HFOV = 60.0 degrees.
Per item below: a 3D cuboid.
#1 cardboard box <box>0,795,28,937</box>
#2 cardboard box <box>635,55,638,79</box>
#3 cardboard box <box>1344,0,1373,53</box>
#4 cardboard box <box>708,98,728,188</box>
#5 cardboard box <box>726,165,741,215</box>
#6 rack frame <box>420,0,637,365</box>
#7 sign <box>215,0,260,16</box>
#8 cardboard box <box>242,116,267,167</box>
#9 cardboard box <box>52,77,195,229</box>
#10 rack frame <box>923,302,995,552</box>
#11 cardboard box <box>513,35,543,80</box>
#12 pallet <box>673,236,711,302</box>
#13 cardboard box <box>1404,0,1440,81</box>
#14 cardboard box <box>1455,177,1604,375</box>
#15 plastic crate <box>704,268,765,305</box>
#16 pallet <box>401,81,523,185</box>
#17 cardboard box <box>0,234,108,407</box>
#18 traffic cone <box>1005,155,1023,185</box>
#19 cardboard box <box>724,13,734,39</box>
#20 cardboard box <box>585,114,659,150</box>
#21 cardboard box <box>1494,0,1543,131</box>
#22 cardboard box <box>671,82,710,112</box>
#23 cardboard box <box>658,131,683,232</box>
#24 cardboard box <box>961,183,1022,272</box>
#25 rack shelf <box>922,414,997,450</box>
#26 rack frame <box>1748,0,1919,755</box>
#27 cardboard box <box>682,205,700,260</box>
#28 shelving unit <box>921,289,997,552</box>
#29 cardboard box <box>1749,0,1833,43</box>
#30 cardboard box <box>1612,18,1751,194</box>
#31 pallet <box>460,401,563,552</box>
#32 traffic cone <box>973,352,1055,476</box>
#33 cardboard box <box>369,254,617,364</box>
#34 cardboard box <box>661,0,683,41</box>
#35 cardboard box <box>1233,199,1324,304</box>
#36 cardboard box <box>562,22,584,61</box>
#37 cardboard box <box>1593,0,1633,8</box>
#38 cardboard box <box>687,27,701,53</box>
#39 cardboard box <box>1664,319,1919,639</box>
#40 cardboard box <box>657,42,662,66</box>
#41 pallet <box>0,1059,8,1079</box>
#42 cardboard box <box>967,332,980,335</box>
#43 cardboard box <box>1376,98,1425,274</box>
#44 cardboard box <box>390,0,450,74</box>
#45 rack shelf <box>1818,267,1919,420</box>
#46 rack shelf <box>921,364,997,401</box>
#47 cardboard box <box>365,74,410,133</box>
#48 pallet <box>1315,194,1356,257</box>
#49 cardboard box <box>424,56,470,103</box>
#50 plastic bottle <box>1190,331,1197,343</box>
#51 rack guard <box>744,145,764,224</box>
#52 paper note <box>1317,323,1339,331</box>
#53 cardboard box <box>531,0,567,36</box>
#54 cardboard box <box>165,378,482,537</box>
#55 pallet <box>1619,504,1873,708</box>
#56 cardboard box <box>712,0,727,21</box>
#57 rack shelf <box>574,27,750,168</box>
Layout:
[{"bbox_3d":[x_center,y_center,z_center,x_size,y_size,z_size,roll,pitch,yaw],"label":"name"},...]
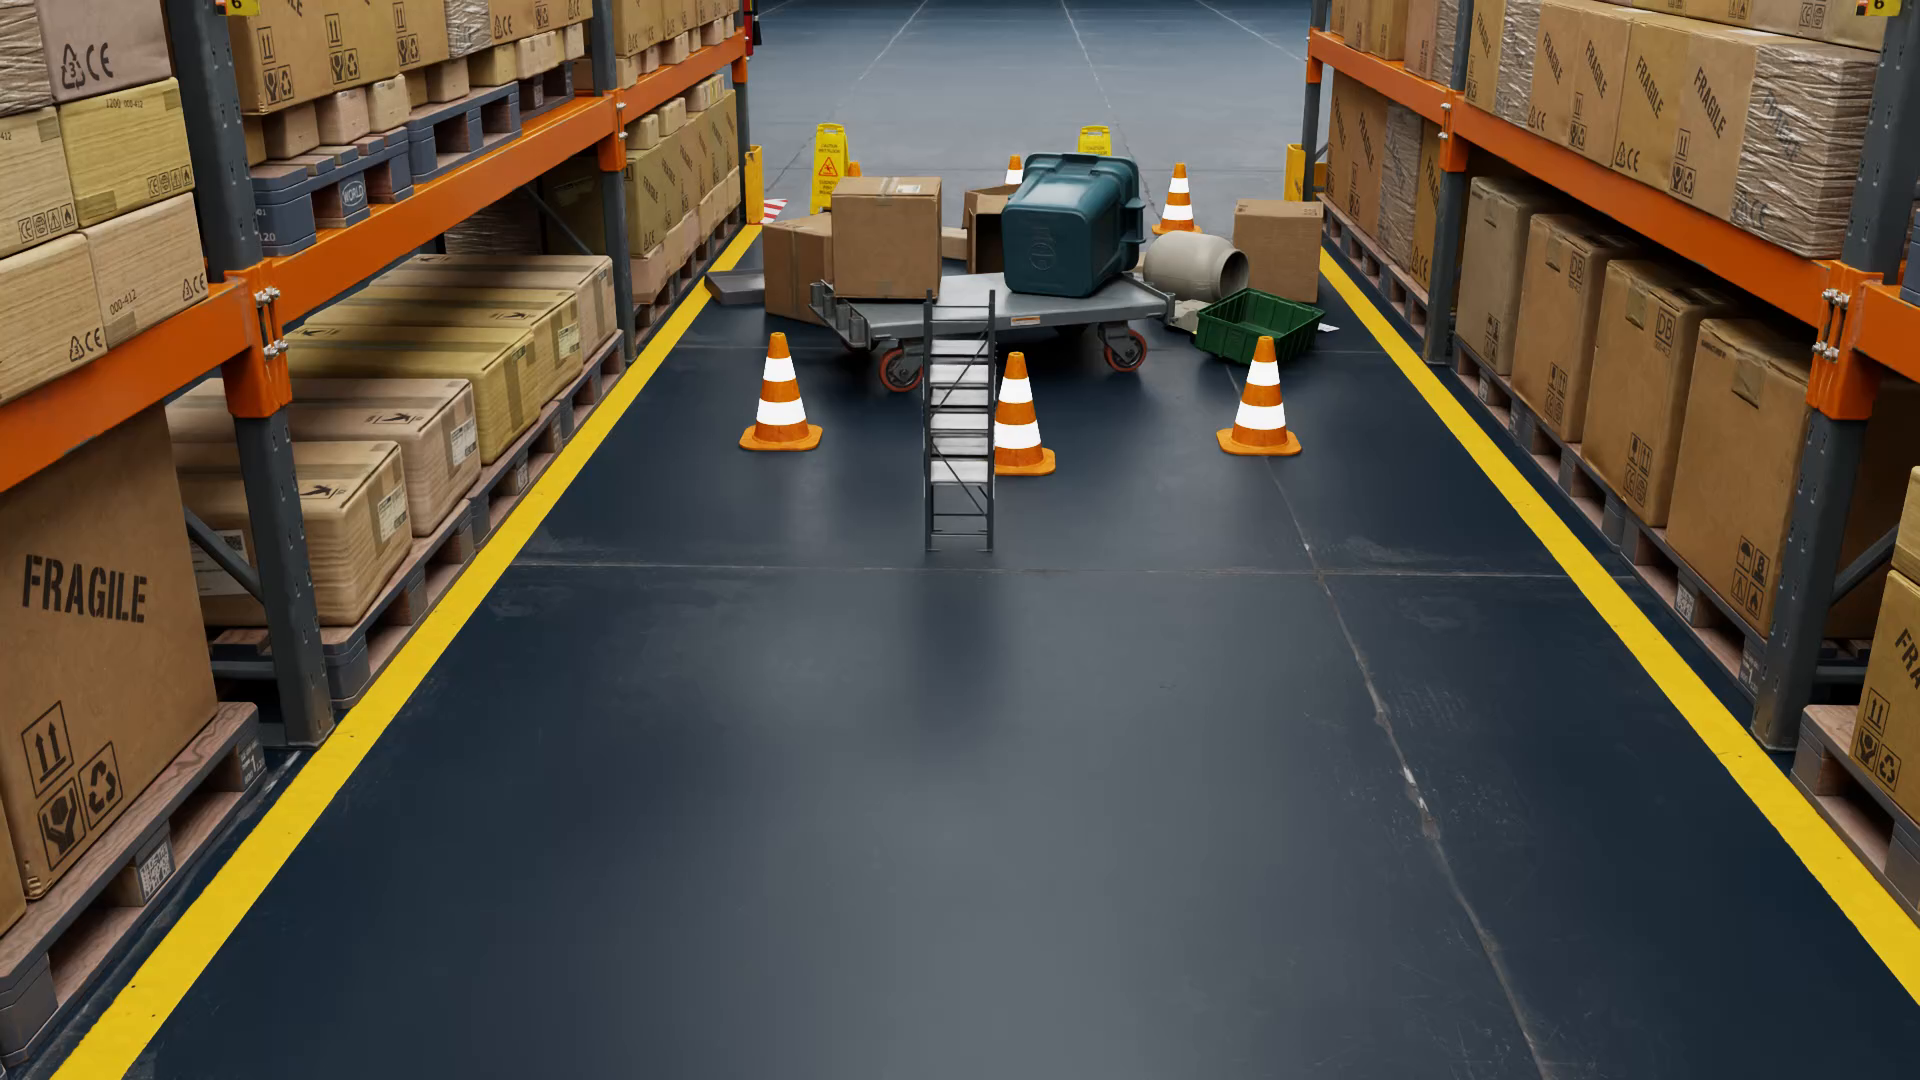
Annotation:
[{"bbox_3d":[-2.386,0.515,2.911,0.875,0.875,0.875,1,21,2],"label":"cardboard box"},{"bbox_3d":[-1.843,-2.382,8.369,0.380,0.149,0.250,1,21,3],"label":"cardboard box"},{"bbox_3d":[2.840,-3.261,10.078,0.875,0.550,0.550,1,21,2],"label":"cardboard box"},{"bbox_3d":[-1.784,-2.526,10.575,0.500,0.500,0.500,1,21,4],"label":"cardboard box"},{"bbox_3d":[-1.764,-2.353,11.168,0.500,0.250,0.500,1,21,1],"label":"cardboard box"},{"bbox_3d":[-2.129,-2.297,7.803,1.000,3.000,0.127,1,21,2],"label":"rack frame"},{"bbox_3d":[-1.696,-1.386,3.853,0.100,0.325,0.005,1,21,2],"label":"sign"},{"bbox_3d":[-2.055,-1.045,4.342,0.380,0.149,0.250,-1,21,-1],"label":"cardboard box"},{"bbox_3d":[-2.012,-0.836,3.553,0.500,0.250,0.500,1,21,1],"label":"cardboard box"},{"bbox_3d":[-0.003,-0.380,5.764,0.240,0.900,0.006,1,21,2],"label":"rack frame"},{"bbox_3d":[-1.871,-1.906,6.561,0.380,0.149,0.250,1,21,2],"label":"cardboard box"},{"bbox_3d":[-2.110,-1.683,10.074,1.003,0.211,1.213,1,21,2],"label":"pallet"},{"bbox_3d":[2.815,-2.682,8.587,0.875,0.550,0.550,1,21,2],"label":"cardboard box"},{"bbox_3d":[2.893,-1.201,7.506,1.050,0.750,0.750,1,21,1],"label":"cardboard box"},{"bbox_3d":[-1.262,-1.495,9.770,0.402,0.080,0.583,-7,22,-17],"label":"plastic crate"},{"bbox_3d":[-2.232,-1.478,5.956,1.003,0.211,1.213,1,21,2],"label":"pallet"},{"bbox_3d":[-2.007,-0.410,3.147,0.500,0.250,0.500,1,21,3],"label":"cardboard box"},{"bbox_3d":[0.389,-2.502,11.837,0.336,0.463,0.334,1,21,2],"label":"traffic cone"},{"bbox_3d":[-1.702,-3.396,10.982,0.380,0.149,0.250,0,21,1],"label":"cardboard box"},{"bbox_3d":[-1.778,-2.118,8.628,0.380,0.149,0.250,1,21,2],"label":"cardboard box"},{"bbox_3d":[2.522,-1.956,6.785,0.500,0.500,0.500,1,21,2],"label":"cardboard box"},{"bbox_3d":[-1.736,-2.697,10.121,0.380,0.149,0.250,2,21,4],"label":"cardboard box"},{"bbox_3d":[-1.837,-1.965,9.130,0.500,0.500,0.500,1,21,4],"label":"cardboard box"},{"bbox_3d":[0.470,-1.917,10.273,0.797,0.503,0.637,-16,26,-35],"label":"cardboard box"},{"bbox_3d":[0.000,-0.386,5.871,0.258,0.077,0.200,1,21,2],"label":"rack shelf"},{"bbox_3d":[2.700,-0.833,4.029,1.000,3.000,0.127,1,21,2],"label":"rack frame"},{"bbox_3d":[-1.823,-1.806,9.758,0.500,0.250,0.500,0,21,1],"label":"cardboard box"},{"bbox_3d":[0.000,-0.417,5.859,0.258,0.900,0.210,1,21,2],"label":"shelving unit"},{"bbox_3d":[2.738,-1.691,4.719,0.700,0.500,0.500,0,21,1],"label":"cardboard box"},{"bbox_3d":[2.477,-1.406,5.369,0.500,0.500,0.500,0,21,1],"label":"cardboard box"},{"bbox_3d":[-2.186,-0.273,6.442,1.003,0.211,1.213,1,21,2],"label":"pallet"},{"bbox_3d":[0.223,-0.535,6.768,0.336,0.463,0.334,1,21,2],"label":"traffic cone"},{"bbox_3d":[-2.143,-1.078,7.713,0.950,0.372,0.625,1,21,2],"label":"cardboard box"},{"bbox_3d":[-1.817,-3.002,9.069,0.500,0.500,0.500,0,21,1],"label":"cardboard box"},{"bbox_3d":[1.843,-1.688,9.684,0.500,0.500,0.500,4,22,11],"label":"cardboard box"},{"bbox_3d":[-1.869,-2.187,7.285,0.380,0.149,0.250,1,21,2],"label":"cardboard box"},{"bbox_3d":[2.783,-2.244,6.144,0.700,0.500,0.500,1,21,2],"label":"cardboard box"},{"bbox_3d":[-1.774,-3.026,10.027,0.380,0.149,0.250,0,21,1],"label":"cardboard box"},{"bbox_3d":[2.808,-0.199,4.925,1.050,0.750,0.750,0,21,1],"label":"cardboard box"},{"bbox_3d":[-1.846,-2.664,9.097,0.380,0.149,0.250,1,21,1],"label":"cardboard box"},{"bbox_3d":[-2.390,1.173,2.713,1.003,0.211,1.213,1,21,2],"label":"pallet"},{"bbox_3d":[0.041,-1.293,8.995,0.258,0.266,0.396,-16,26,-35],"label":"cardboard box"},{"bbox_3d":[2.934,-2.037,9.489,0.875,0.875,0.875,1,21,2],"label":"cardboard box"},{"bbox_3d":[-1.988,-1.773,5.321,0.500,0.500,0.500,1,21,3],"label":"cardboard box"},{"bbox_3d":[2.639,0.226,2.295,1.077,0.370,4.000,1,21,2],"label":"rack shelf"},{"bbox_3d":[0.000,-0.553,5.806,0.258,0.077,0.200,1,21,2],"label":"rack shelf"},{"bbox_3d":[-1.929,-1.345,5.114,0.380,0.149,0.250,1,21,2],"label":"cardboard box"},{"bbox_3d":[2.997,-2.135,11.241,1.003,0.211,1.213,1,21,2],"label":"pallet"},{"bbox_3d":[-1.957,-1.629,5.847,0.380,0.149,0.250,1,21,3],"label":"cardboard box"},{"bbox_3d":[1.322,-1.026,8.588,0.133,0.061,0.283,-11,24,-26],"label":"plastic bottle"},{"bbox_3d":[-2.010,-2.551,11.911,1.175,0.500,0.348,1,21,2],"label":"rack guard"},{"bbox_3d":[1.937,-1.148,8.946,0.147,0.020,0.142,-16,26,-35],"label":"paper note"},{"bbox_3d":[-1.928,-2.329,6.756,0.500,0.500,0.500,1,21,2],"label":"cardboard box"},{"bbox_3d":[-2.209,-0.293,5.689,0.950,0.372,0.625,0,21,1],"label":"cardboard box"},{"bbox_3d":[2.799,0.183,5.266,1.003,0.211,1.213,1,21,2],"label":"pallet"},{"bbox_3d":[-1.768,-3.548,10.478,0.500,0.500,0.500,1,21,2],"label":"cardboard box"},{"bbox_3d":[-2.068,-2.685,9.796,1.077,0.370,4.000,1,21,2],"label":"rack shelf"}]
